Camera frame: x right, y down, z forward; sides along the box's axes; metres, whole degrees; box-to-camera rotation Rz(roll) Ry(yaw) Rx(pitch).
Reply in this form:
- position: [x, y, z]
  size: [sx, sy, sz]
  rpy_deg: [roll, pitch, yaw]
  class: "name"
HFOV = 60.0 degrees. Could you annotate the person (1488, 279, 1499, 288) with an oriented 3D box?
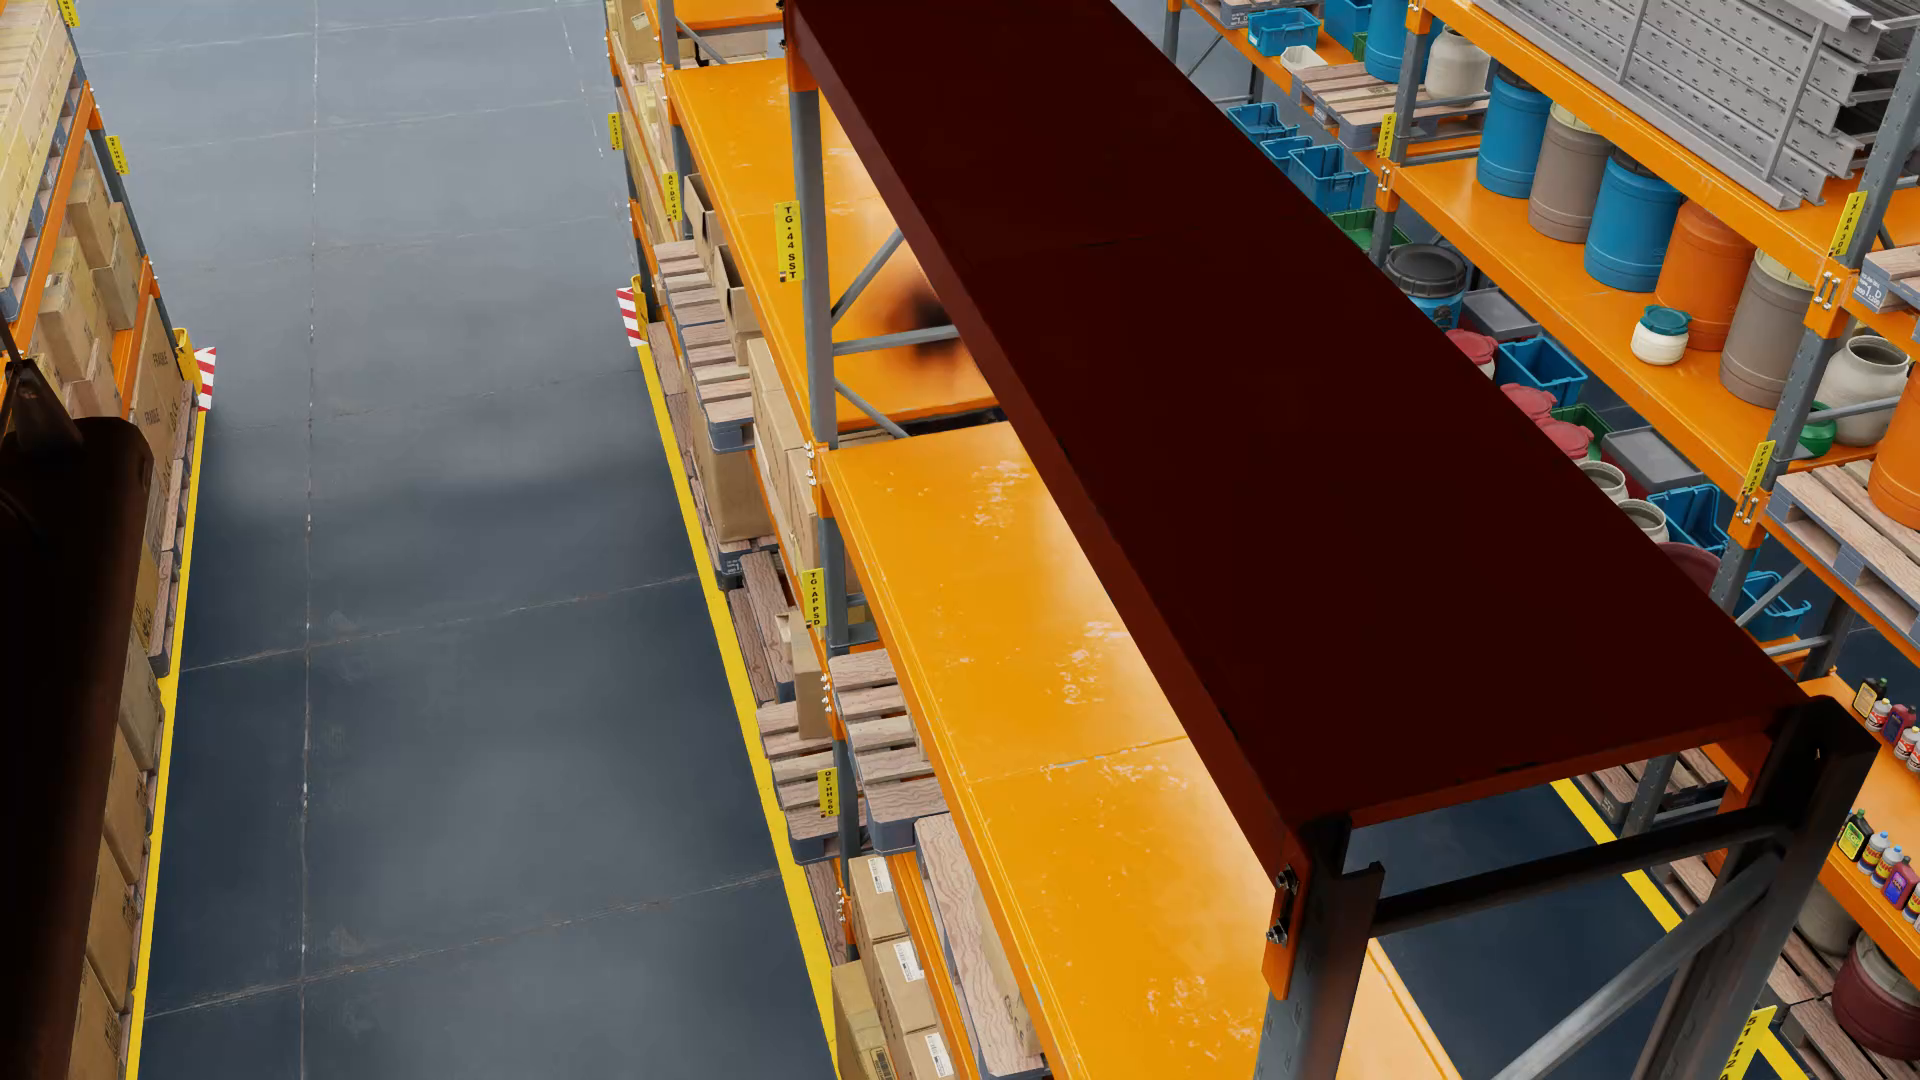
- position: [4.748, -2.372, 14.396]
  size: [0.674, 1.828, 0.782]
  rpy_deg: [-14, 41, -17]
  class: "person"
